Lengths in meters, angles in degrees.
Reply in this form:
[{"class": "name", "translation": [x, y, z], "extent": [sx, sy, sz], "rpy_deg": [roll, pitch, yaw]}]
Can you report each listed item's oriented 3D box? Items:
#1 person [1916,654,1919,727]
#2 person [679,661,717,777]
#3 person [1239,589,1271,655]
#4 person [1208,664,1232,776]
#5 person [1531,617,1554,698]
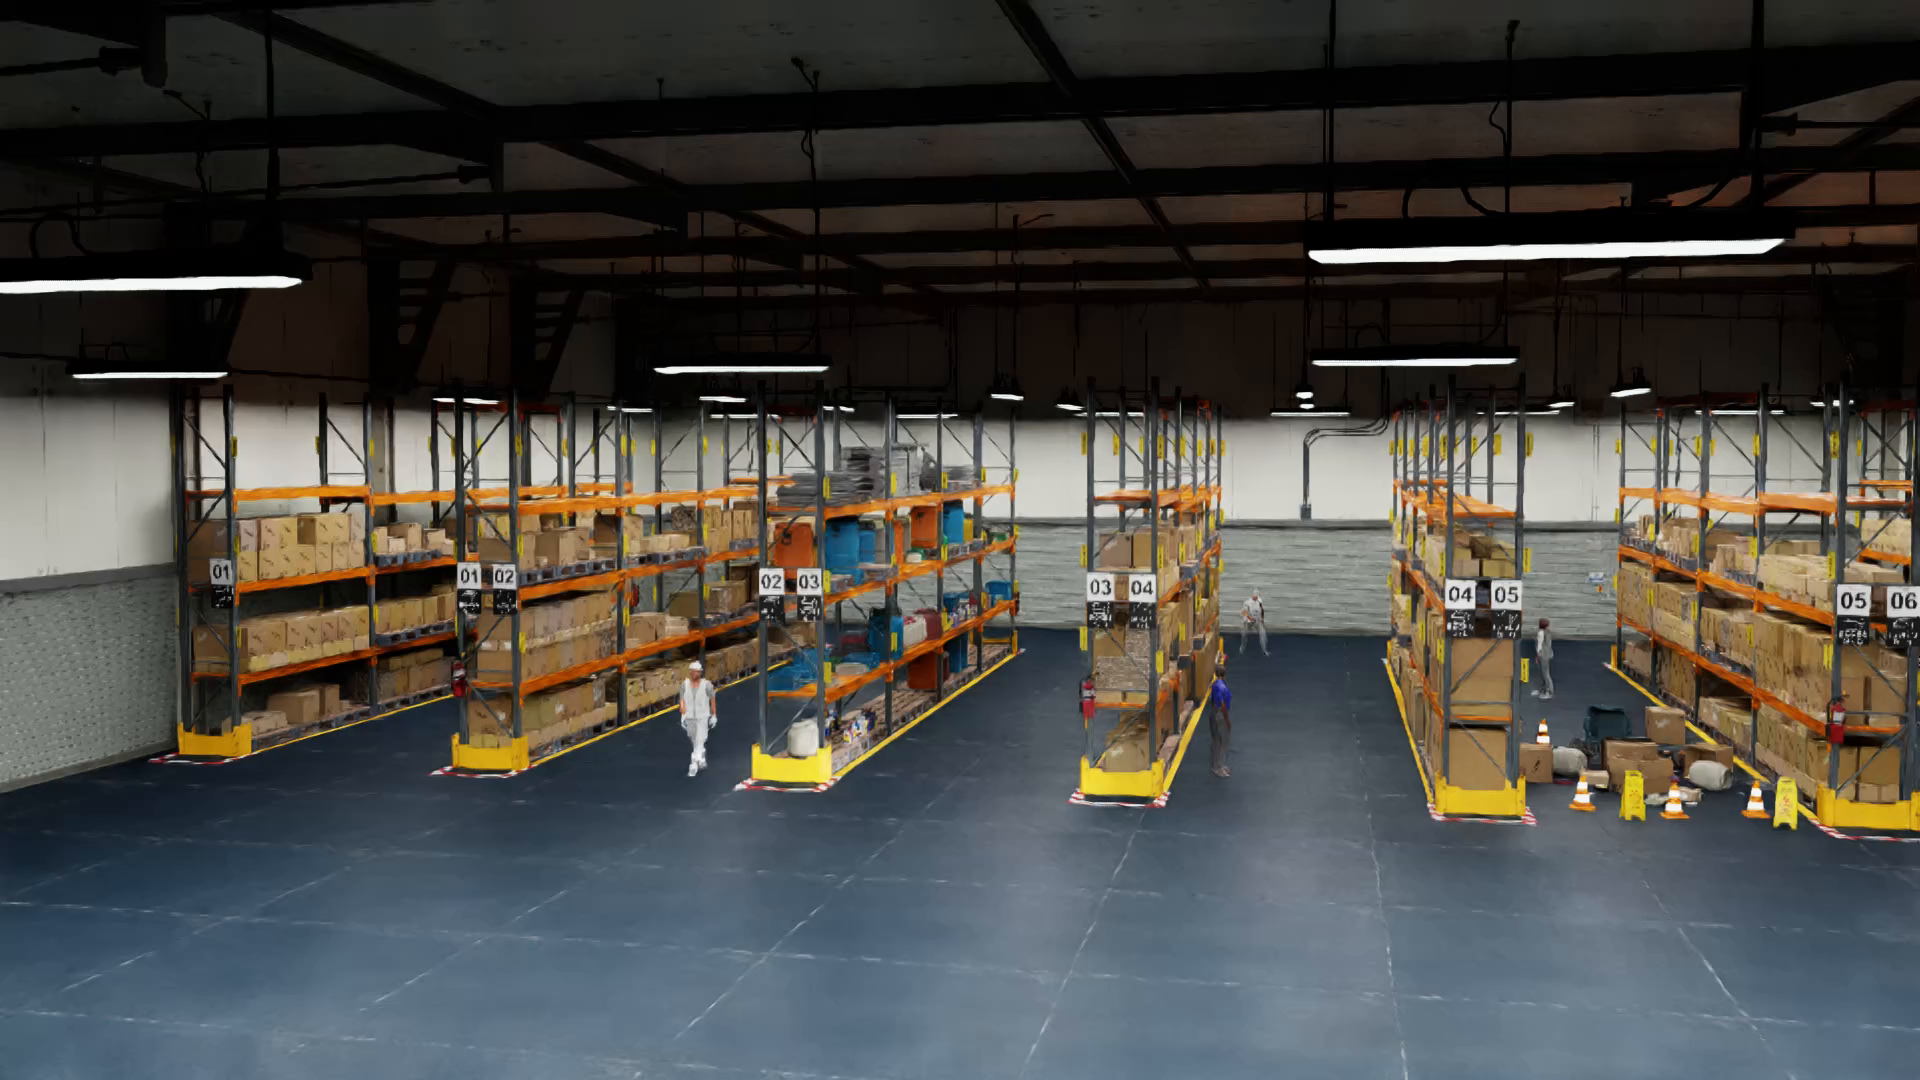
[{"class": "person", "translation": [17.085, 2.471, 29.367], "extent": [0.591, 1.742, 0.669], "rpy_deg": [2, 4, 34]}, {"class": "person", "translation": [-4.011, 2.697, 25.299], "extent": [0.538, 1.719, 1.037], "rpy_deg": [1, 3, 9]}, {"class": "person", "translation": [7.093, 1.953, 40.121], "extent": [0.660, 1.596, 0.810], "rpy_deg": [0, 3, -7]}, {"class": "person", "translation": [4.010, 2.769, 25.520], "extent": [0.356, 1.722, 0.523], "rpy_deg": [-1, 3, -14]}, {"class": "person", "translation": [11.636, 2.335, 33.190], "extent": [0.527, 1.592, 0.521], "rpy_deg": [3, 4, 41]}]
